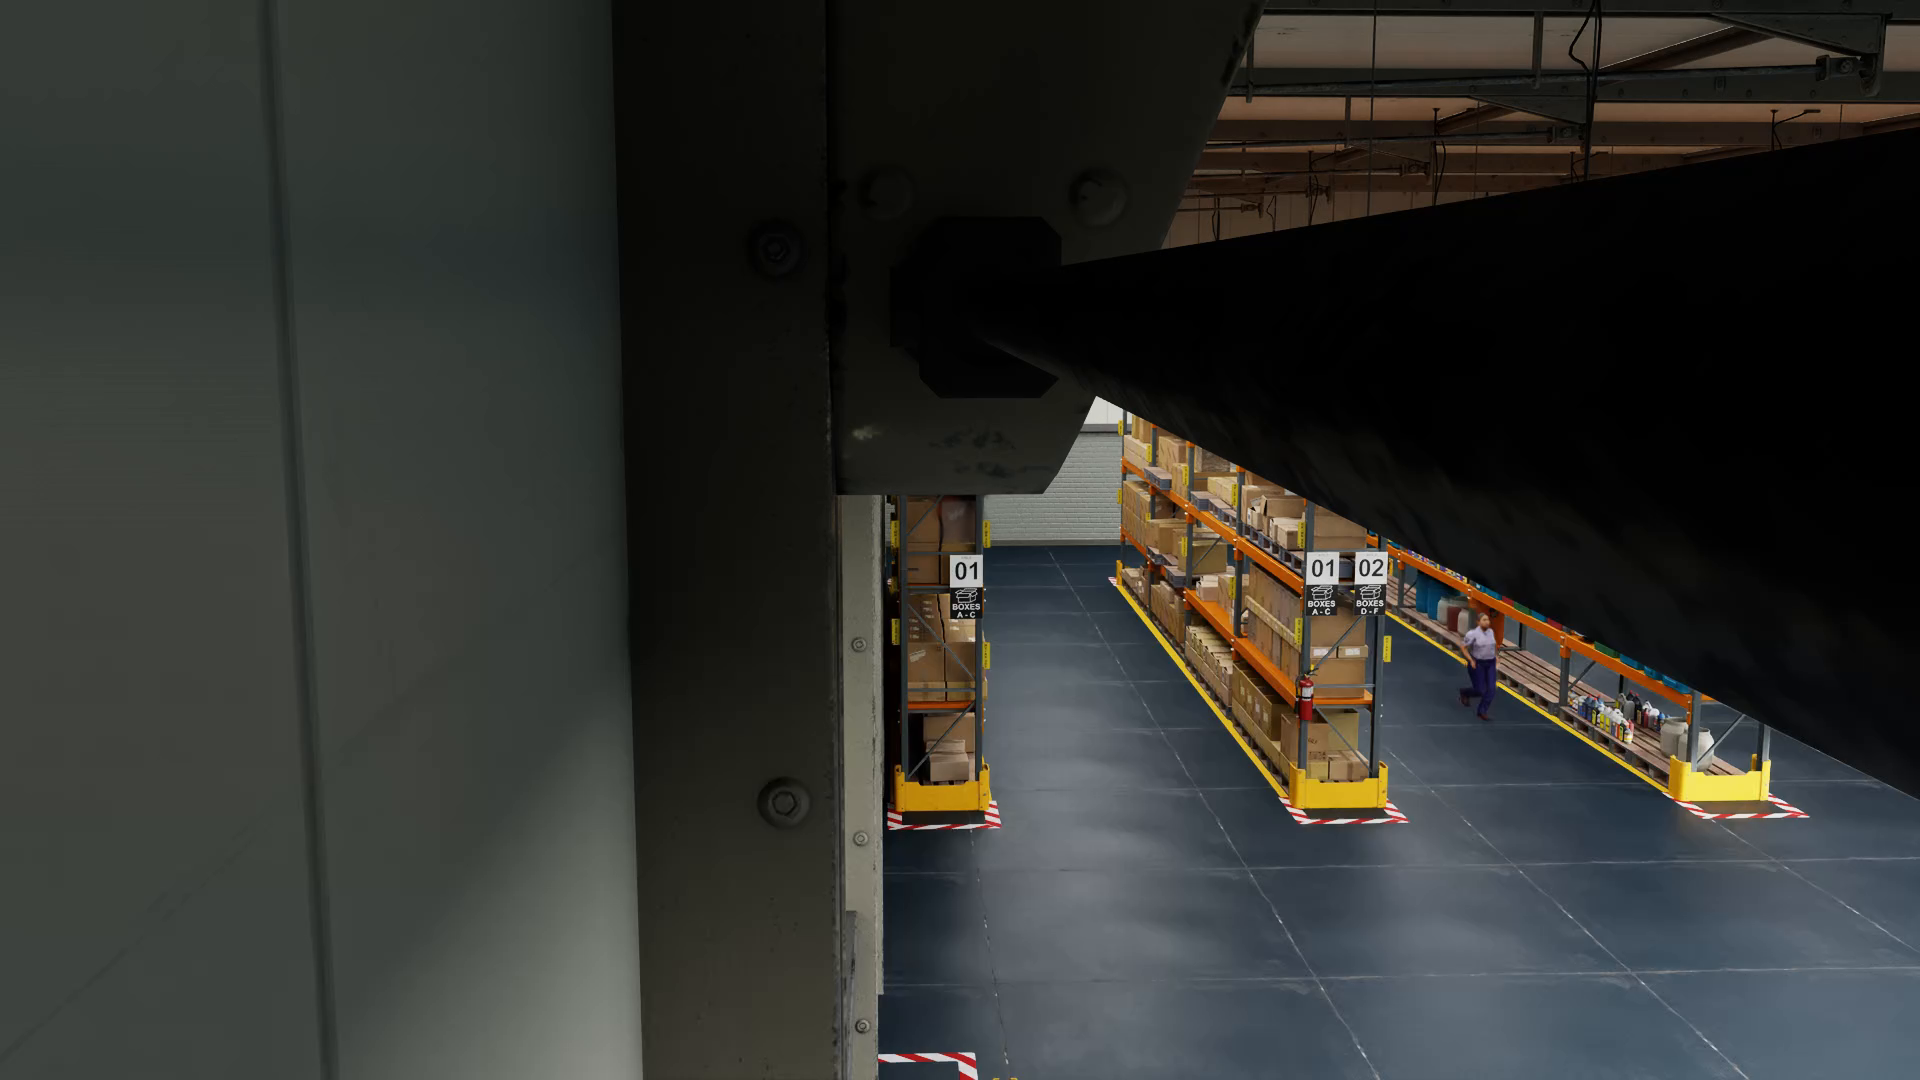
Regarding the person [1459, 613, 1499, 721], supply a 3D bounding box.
[{"bbox_3d":[7.807,1.882,24.957,0.609,1.606,0.584,-2,9,-15],"label":"person"}]
